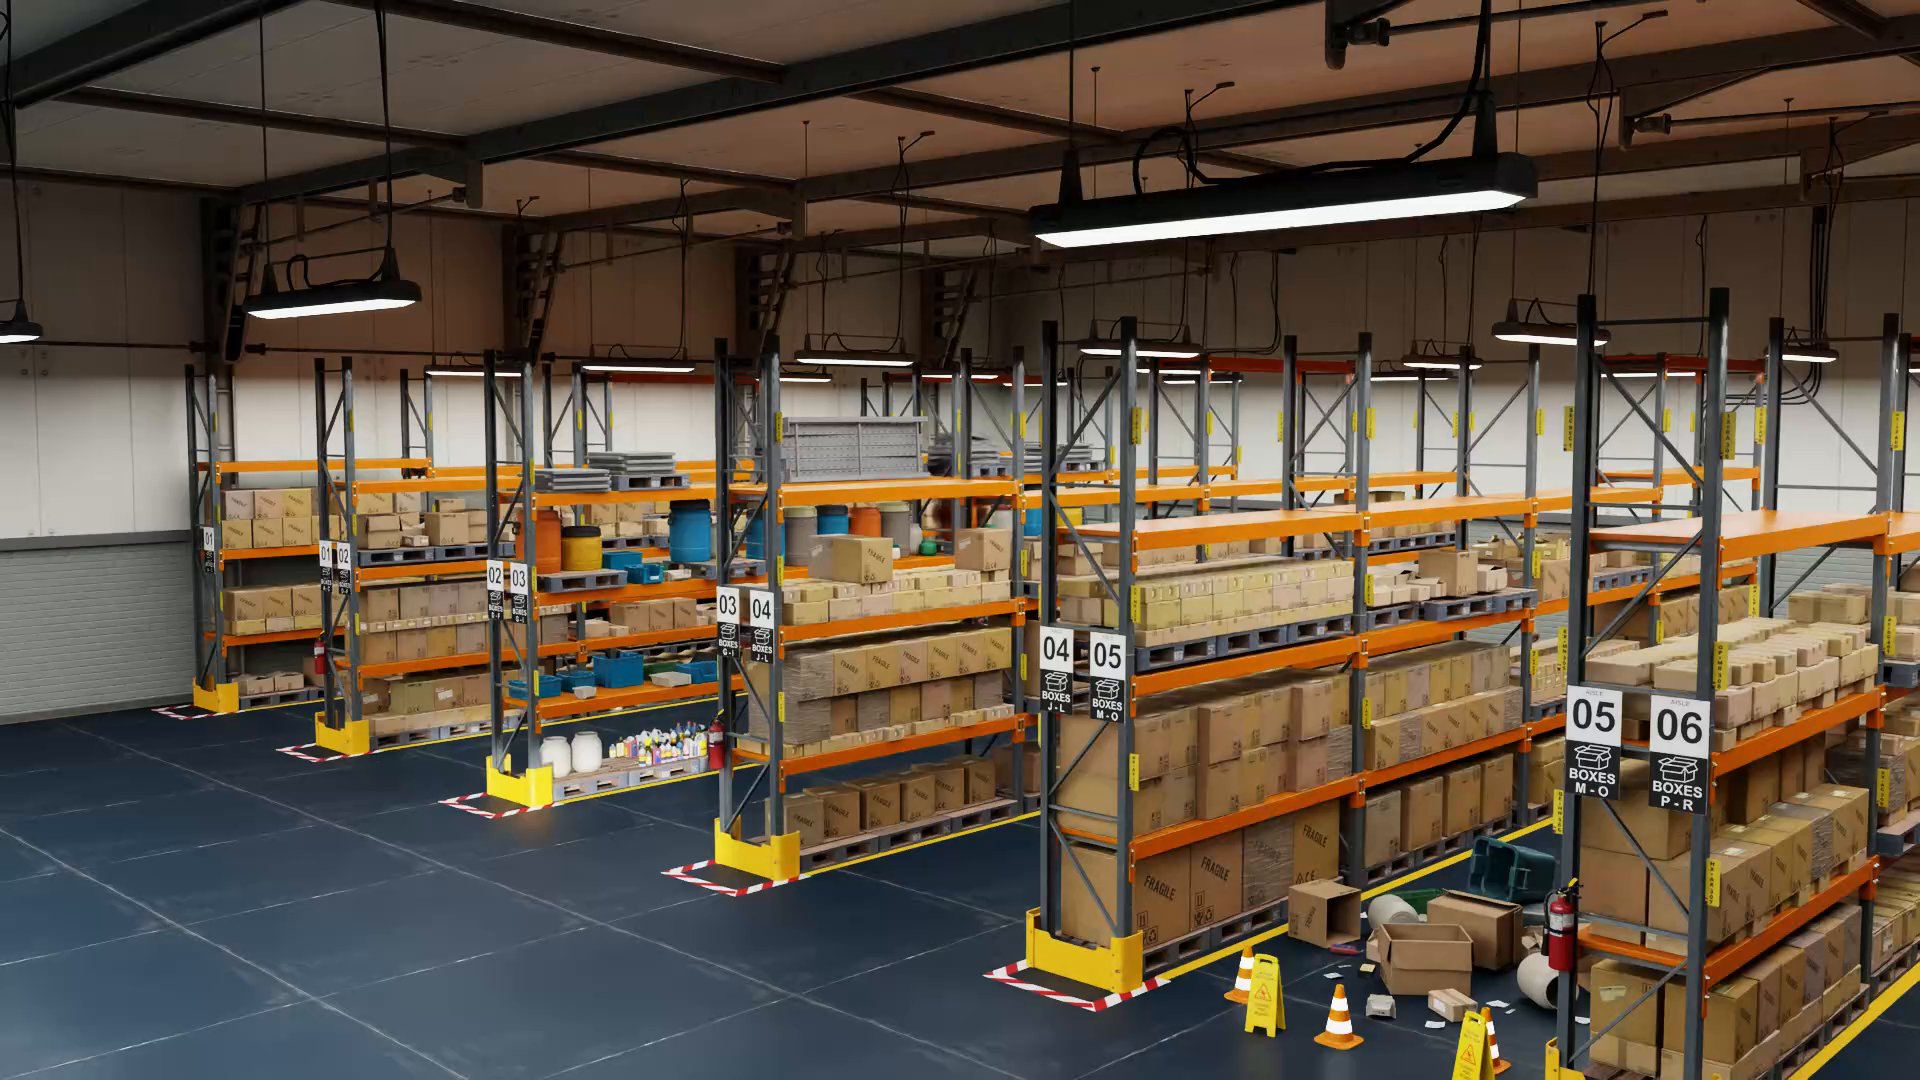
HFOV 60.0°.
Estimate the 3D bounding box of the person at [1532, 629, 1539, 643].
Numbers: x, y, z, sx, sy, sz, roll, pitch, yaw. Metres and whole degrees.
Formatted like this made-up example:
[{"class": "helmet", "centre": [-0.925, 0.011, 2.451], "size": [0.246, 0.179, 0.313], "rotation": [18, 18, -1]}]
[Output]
[{"class": "person", "centre": [8.911, 2.276, 26.159], "size": [0.576, 1.776, 0.558], "rotation": [3, 5, 34]}]
